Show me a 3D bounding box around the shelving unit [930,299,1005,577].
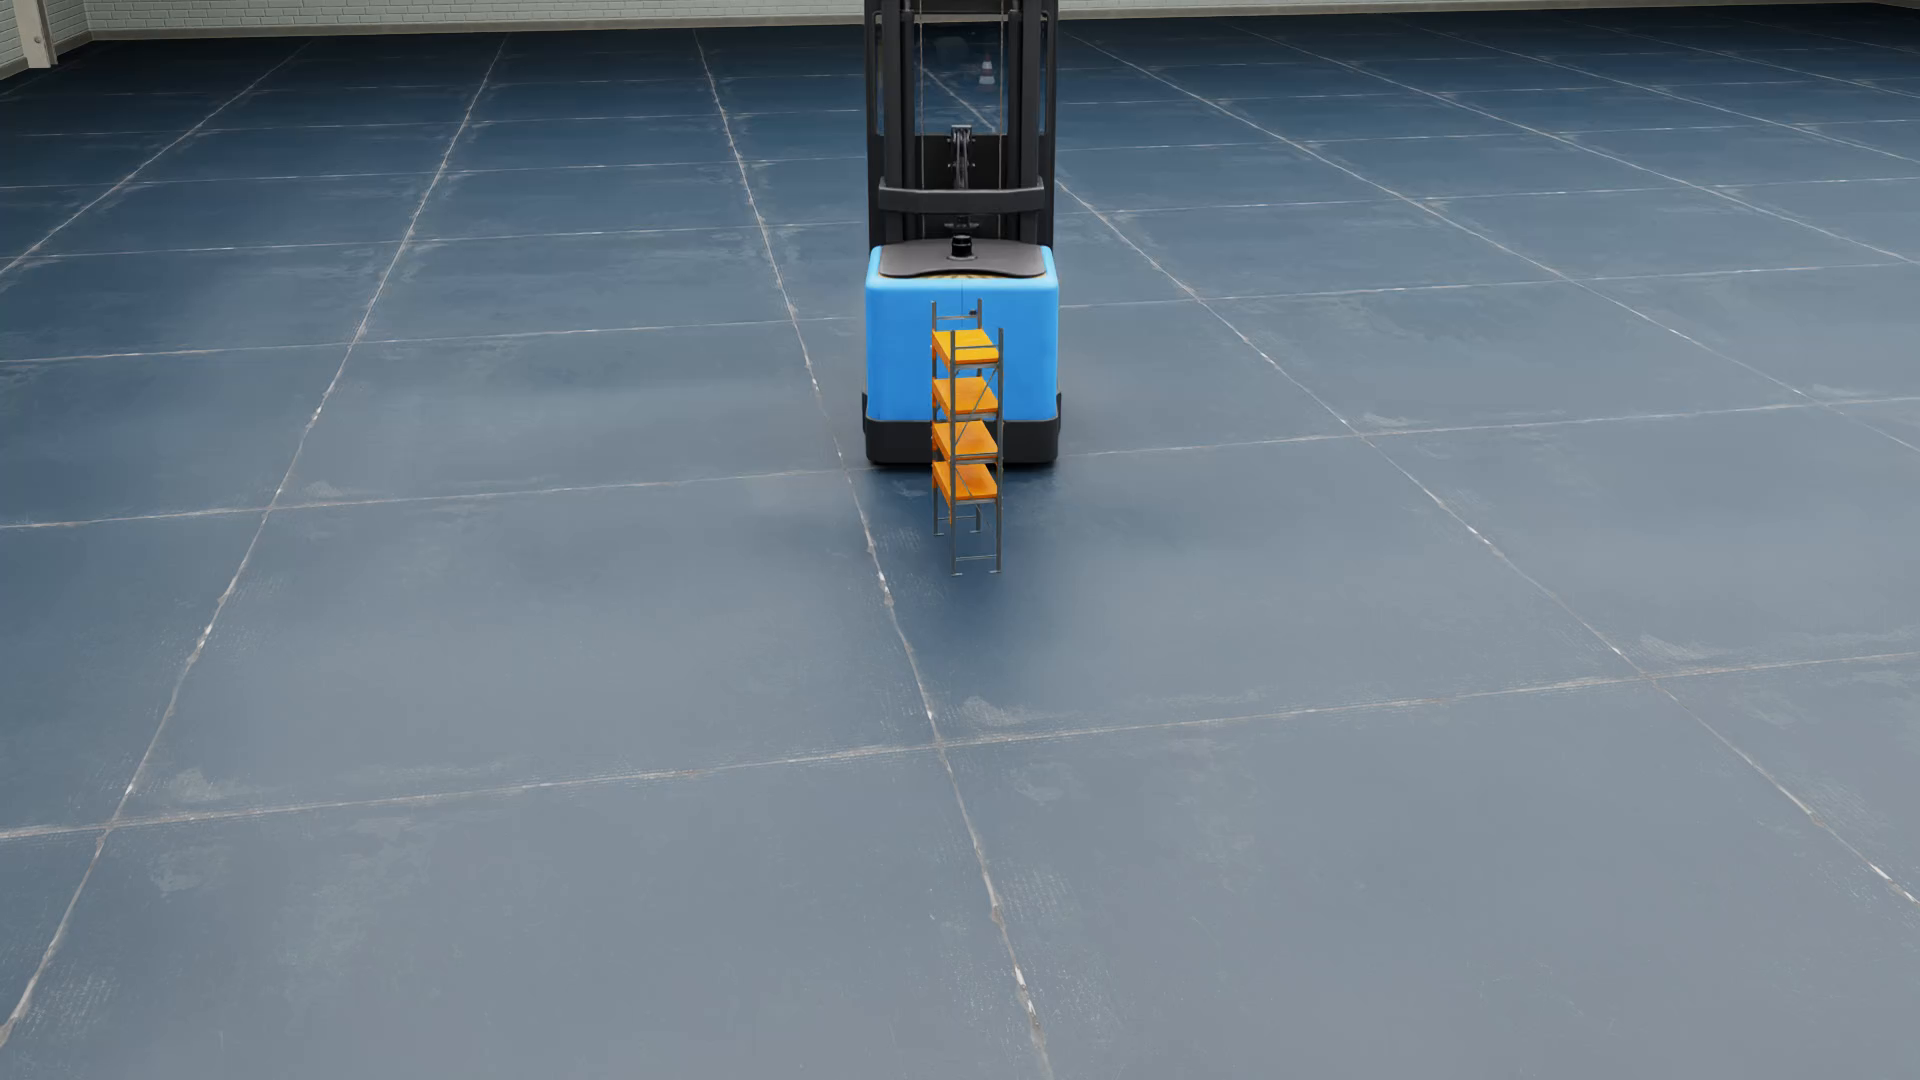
[{"bbox_3d":[0.031,-0.485,7.861,0.258,1.200,0.503,-4,24,-10],"label":"shelving unit"}]

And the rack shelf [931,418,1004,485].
[{"bbox_3d":[0.031,-0.423,7.888,0.258,0.148,0.480,-4,24,-10],"label":"rack shelf"}]

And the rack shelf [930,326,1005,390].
[{"bbox_3d":[0.031,-0.845,7.703,0.258,0.148,0.480,-4,24,-10],"label":"rack shelf"}]

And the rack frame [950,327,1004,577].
[{"bbox_3d":[0.076,-0.389,7.641,0.240,1.200,0.015,-4,24,-10],"label":"rack frame"}]

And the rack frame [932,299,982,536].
[{"bbox_3d":[-0.015,-0.581,8.081,0.240,1.200,0.015,-4,24,-10],"label":"rack frame"}]

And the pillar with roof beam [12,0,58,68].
[{"bbox_3d":[-8.881,-11.216,22.687,9.100,9.000,0.400,-4,24,-10],"label":"pillar with roof beam"}]

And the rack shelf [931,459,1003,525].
[{"bbox_3d":[0.031,-0.241,7.967,0.258,0.148,0.480,-4,24,-10],"label":"rack shelf"}]

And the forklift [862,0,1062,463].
[{"bbox_3d":[0.005,-2.303,9.860,1.130,2.935,3.031,0,24,0],"label":"forklift"}]

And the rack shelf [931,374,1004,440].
[{"bbox_3d":[0.031,-0.628,7.798,0.258,0.148,0.480,-4,24,-10],"label":"rack shelf"}]
